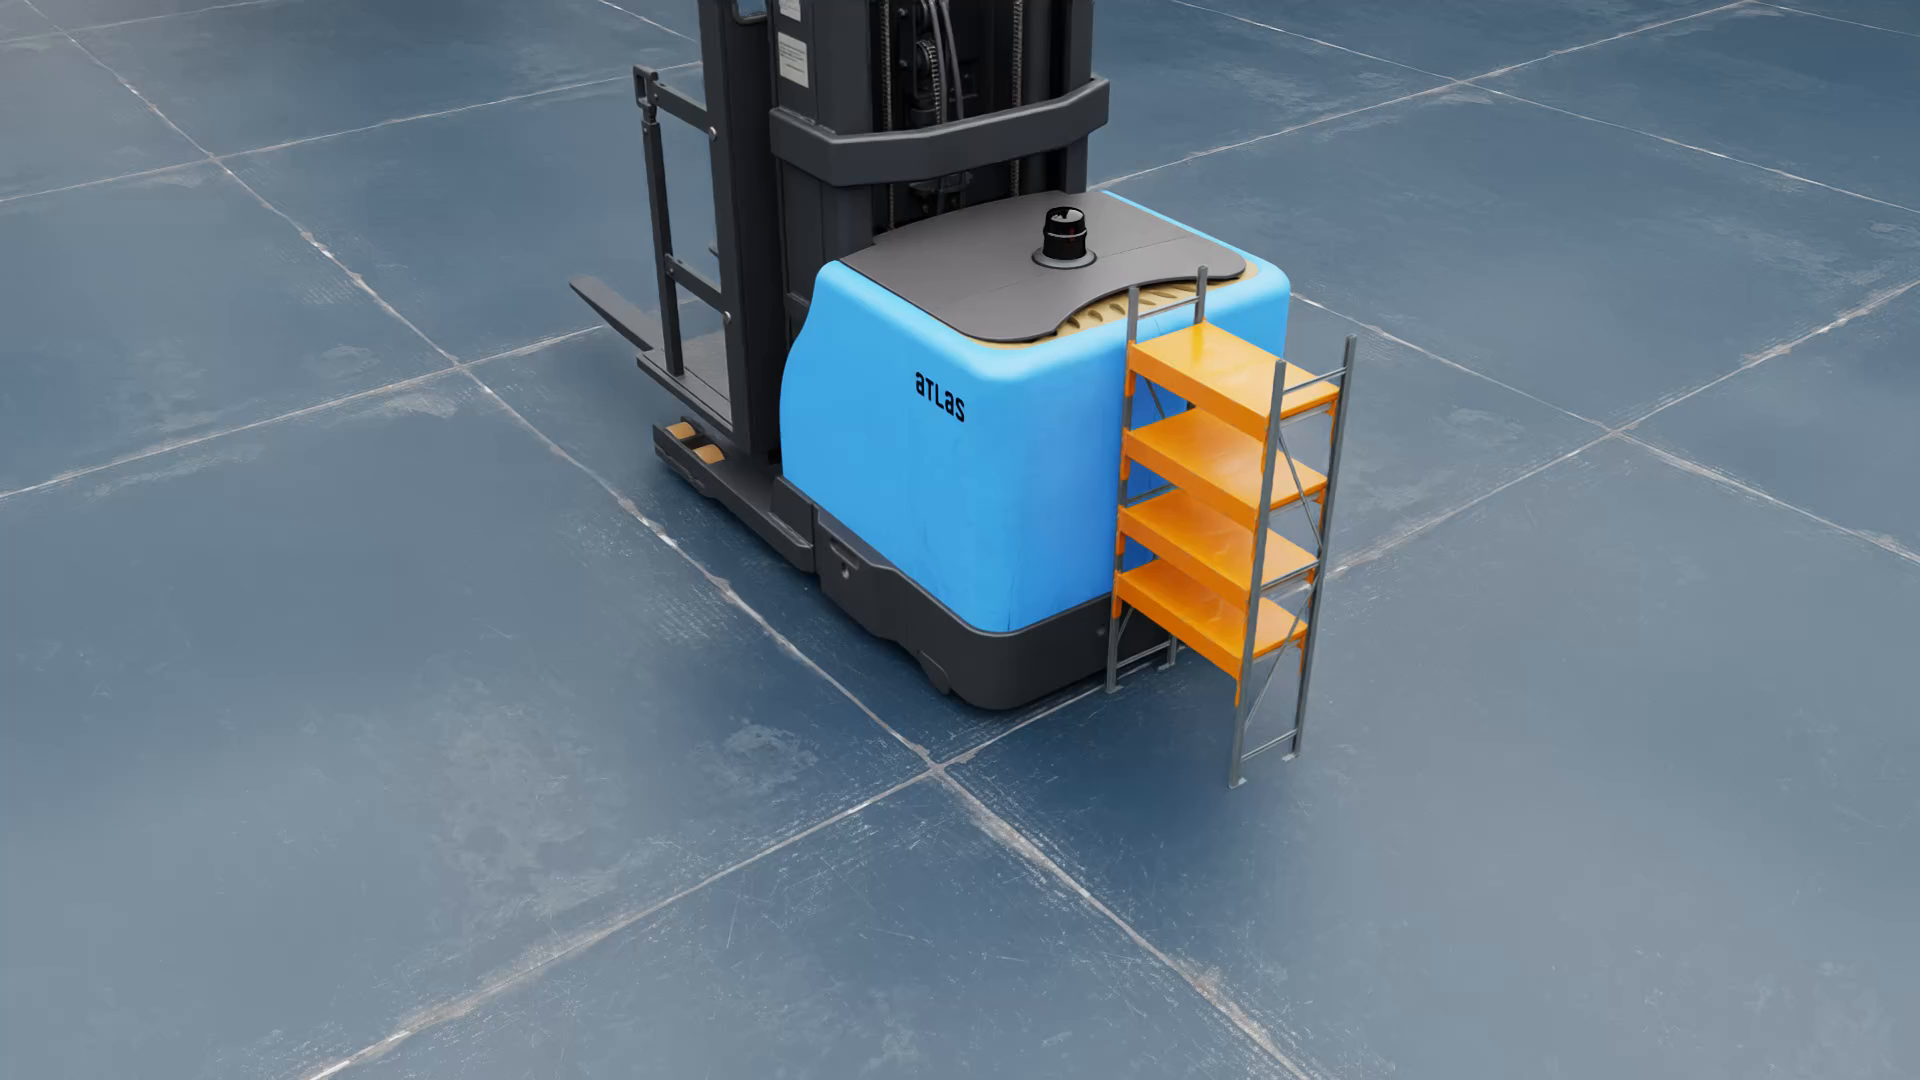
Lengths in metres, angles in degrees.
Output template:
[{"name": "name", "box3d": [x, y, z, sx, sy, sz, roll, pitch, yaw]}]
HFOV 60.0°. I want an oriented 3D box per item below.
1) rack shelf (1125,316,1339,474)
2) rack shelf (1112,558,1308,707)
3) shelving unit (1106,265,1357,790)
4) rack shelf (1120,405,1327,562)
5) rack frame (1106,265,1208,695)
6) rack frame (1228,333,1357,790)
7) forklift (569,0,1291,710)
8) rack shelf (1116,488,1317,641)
[{"name": "rack shelf", "box3d": [0.644, -0.352, 3.934, 0.258, 0.148, 0.480, -21, 37, -29]}, {"name": "rack shelf", "box3d": [0.644, 0.208, 4.282, 0.258, 0.148, 0.480, -21, 37, -29]}, {"name": "shelving unit", "box3d": [0.644, -0.018, 4.142, 0.258, 1.200, 0.503, -21, 37, -29]}, {"name": "rack shelf", "box3d": [0.644, -0.151, 4.059, 0.258, 0.148, 0.480, -21, 37, -29]}, {"name": "rack frame", "box3d": [0.503, -0.123, 4.311, 0.240, 1.200, 0.015, -21, 37, -29]}, {"name": "rack frame", "box3d": [0.785, 0.087, 3.973, 0.240, 1.200, 0.015, -21, 37, -29]}, {"name": "forklift", "box3d": [-0.374, -1.524, 4.925, 1.130, 2.935, 3.031, -21, 37, -29]}, {"name": "rack shelf", "box3d": [0.644, 0.039, 4.177, 0.258, 0.148, 0.480, -21, 37, -29]}]
